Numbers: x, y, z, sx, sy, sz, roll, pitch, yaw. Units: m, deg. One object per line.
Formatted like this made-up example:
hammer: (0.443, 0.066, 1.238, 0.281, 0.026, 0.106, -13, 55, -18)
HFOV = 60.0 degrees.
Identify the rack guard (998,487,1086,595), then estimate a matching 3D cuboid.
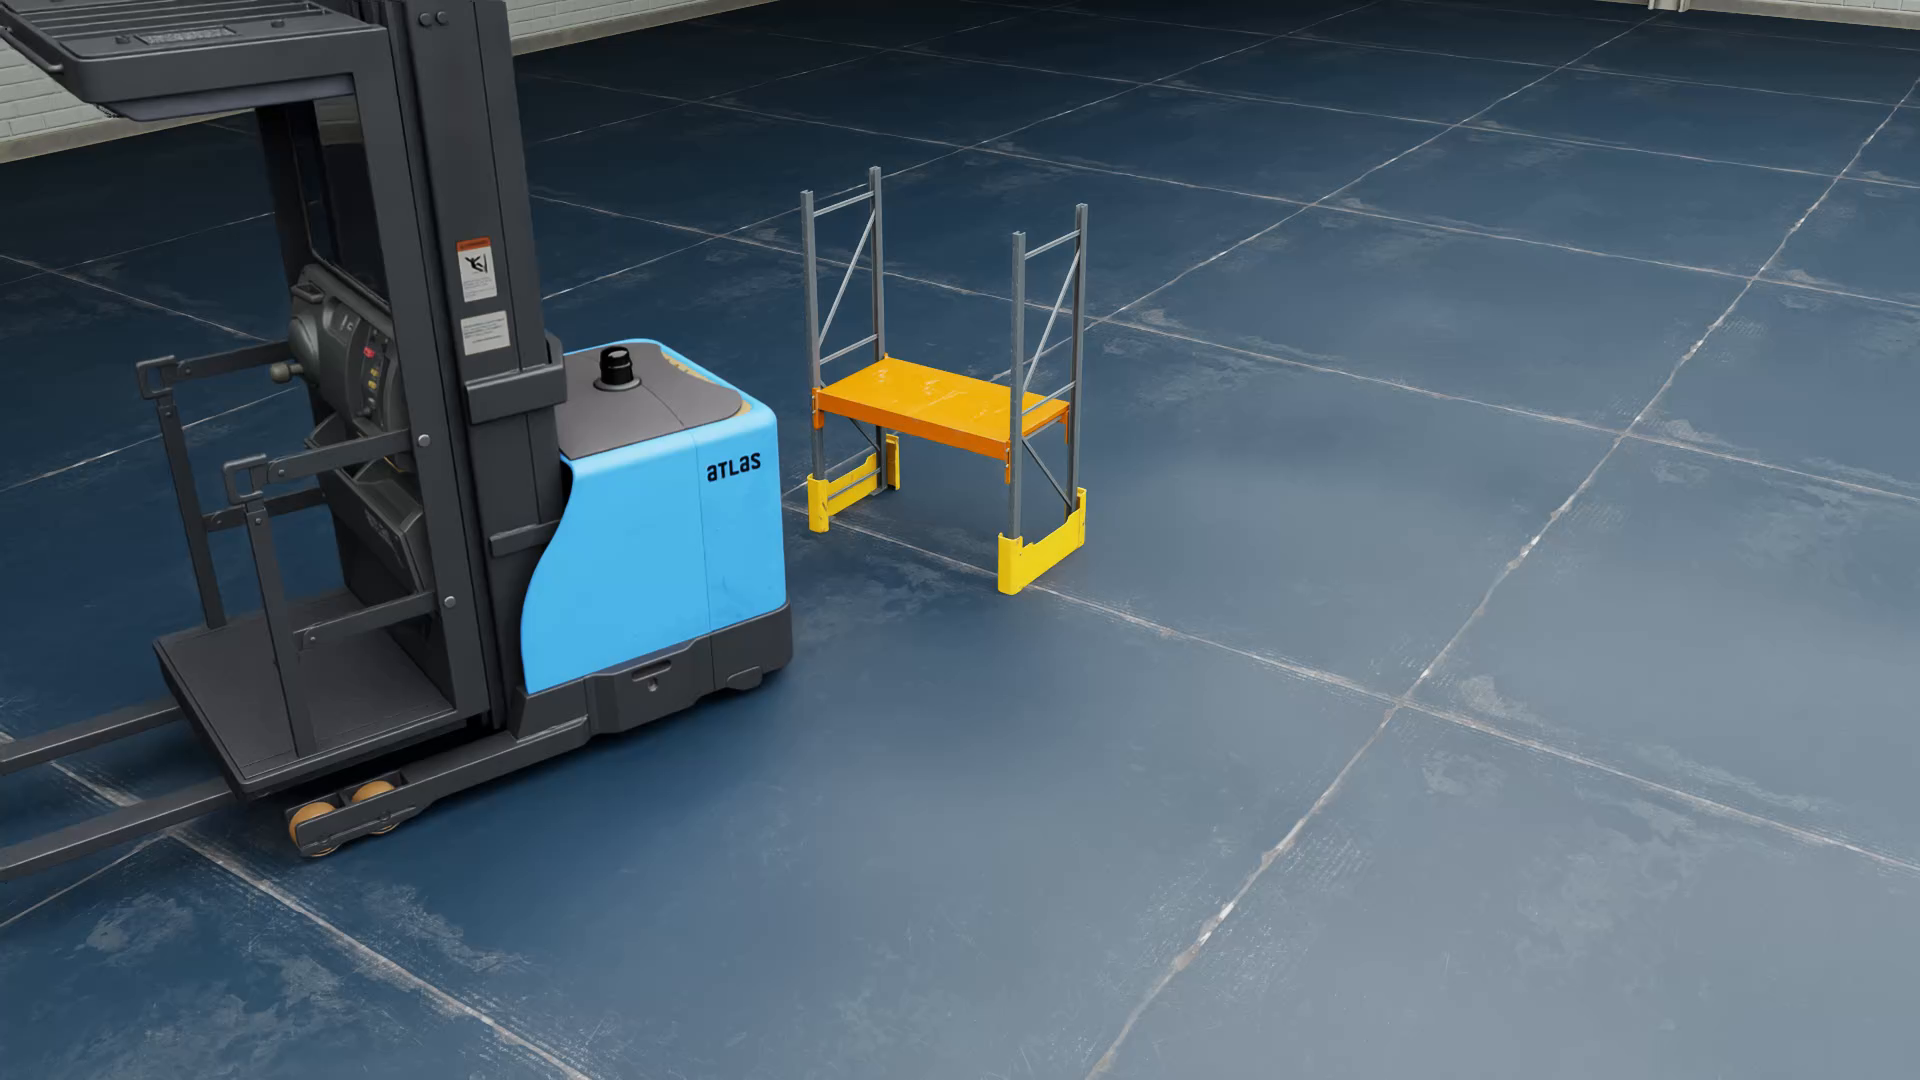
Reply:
rack guard: (0.348, -0.003, 6.980, 0.087, 0.250, 0.587, 17, 32, 30)

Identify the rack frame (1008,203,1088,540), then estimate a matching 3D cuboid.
rack frame: (0.349, -0.560, 6.696, 0.032, 1.500, 0.500, 17, 32, 30)

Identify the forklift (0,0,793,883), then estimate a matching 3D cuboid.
forklift: (-2.109, -0.575, 5.148, 3.031, 2.935, 1.130, -19, 32, -32)

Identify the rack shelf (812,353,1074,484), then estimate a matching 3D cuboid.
rack shelf: (-0.070, -0.530, 7.034, 1.000, 0.185, 0.538, 17, 32, 30)

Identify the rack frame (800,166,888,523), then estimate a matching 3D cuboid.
rack frame: (-0.489, -0.821, 7.209, 0.032, 1.500, 0.500, 17, 32, 30)

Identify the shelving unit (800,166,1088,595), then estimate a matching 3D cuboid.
shelving unit: (-0.063, -0.688, 6.948, 1.083, 1.500, 0.587, 17, 32, 30)

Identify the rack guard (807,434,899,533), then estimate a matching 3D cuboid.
rack guard: (-0.473, -0.259, 7.483, 0.087, 0.250, 0.587, 17, 32, 30)

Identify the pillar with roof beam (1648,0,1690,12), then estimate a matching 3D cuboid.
pillar with roof beam: (5.863, -8.625, 14.277, 0.400, 9.000, 9.100, 17, 32, 30)
